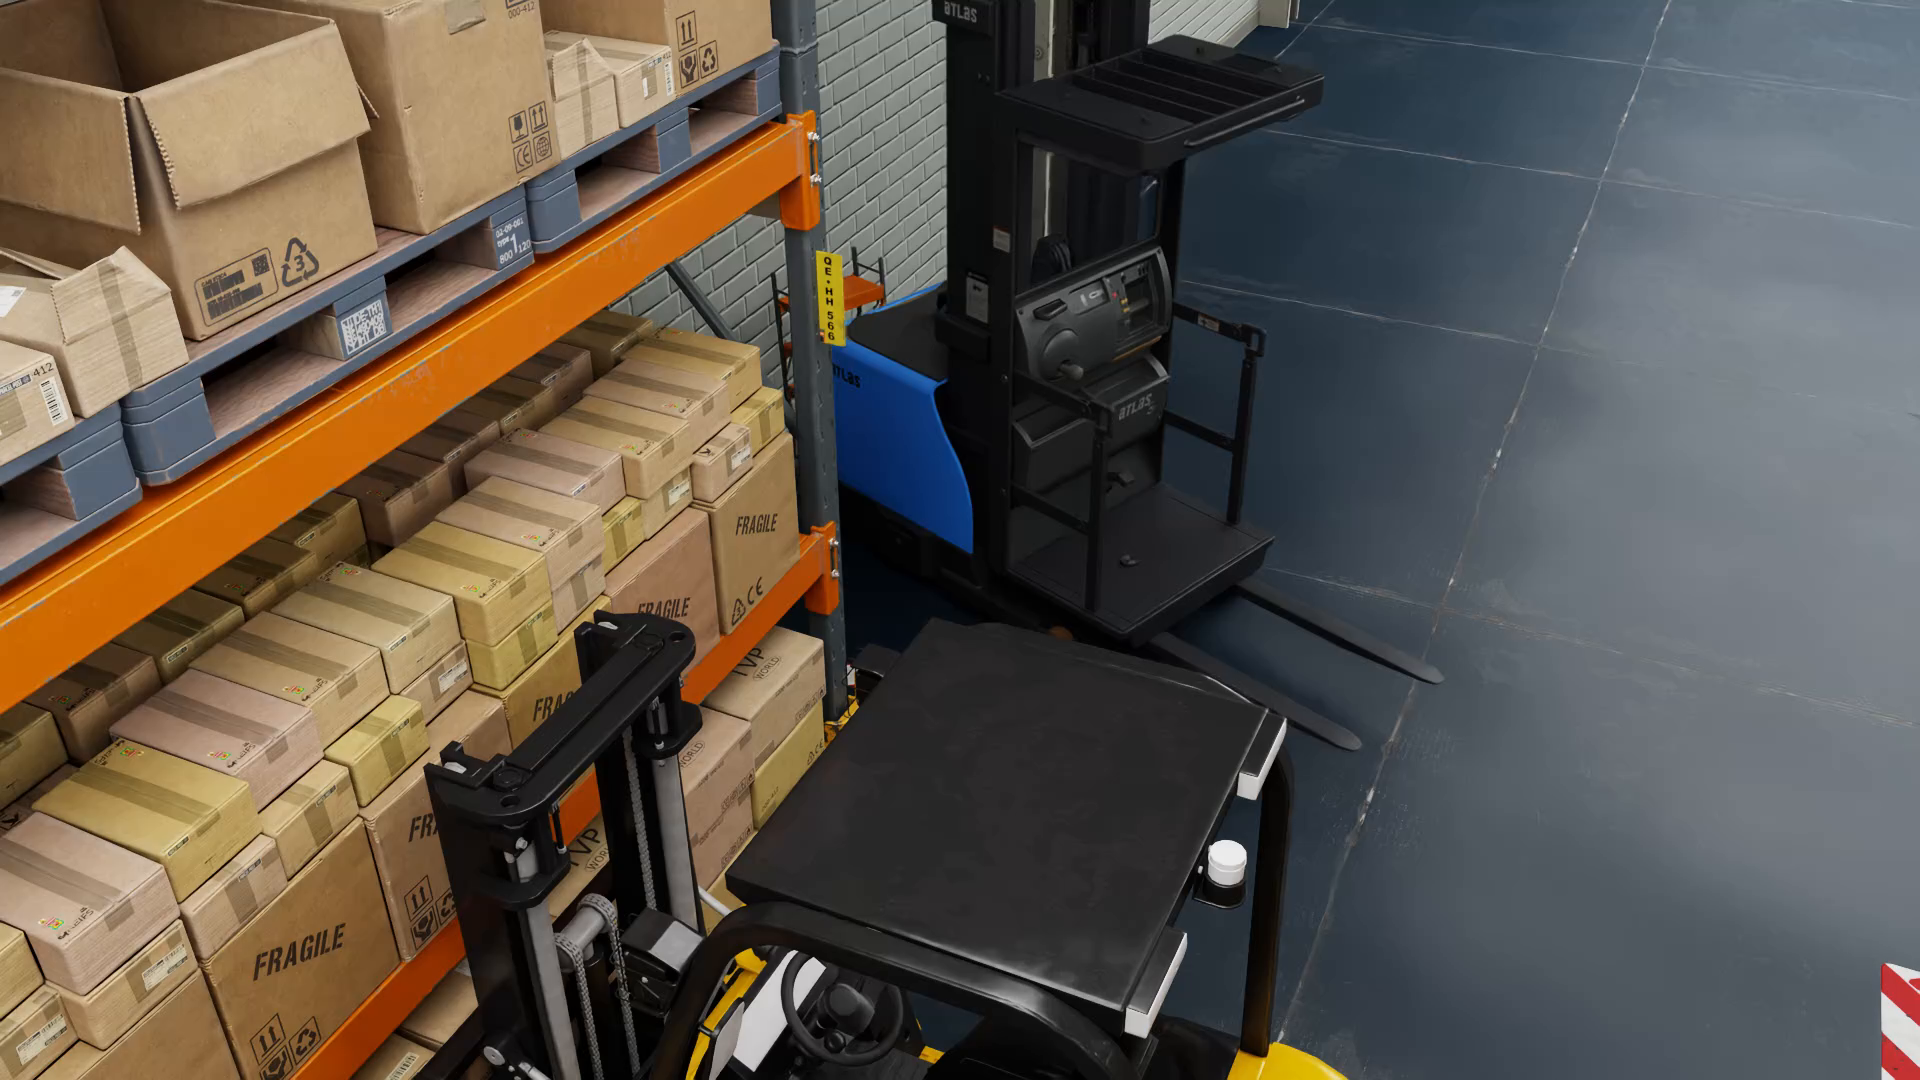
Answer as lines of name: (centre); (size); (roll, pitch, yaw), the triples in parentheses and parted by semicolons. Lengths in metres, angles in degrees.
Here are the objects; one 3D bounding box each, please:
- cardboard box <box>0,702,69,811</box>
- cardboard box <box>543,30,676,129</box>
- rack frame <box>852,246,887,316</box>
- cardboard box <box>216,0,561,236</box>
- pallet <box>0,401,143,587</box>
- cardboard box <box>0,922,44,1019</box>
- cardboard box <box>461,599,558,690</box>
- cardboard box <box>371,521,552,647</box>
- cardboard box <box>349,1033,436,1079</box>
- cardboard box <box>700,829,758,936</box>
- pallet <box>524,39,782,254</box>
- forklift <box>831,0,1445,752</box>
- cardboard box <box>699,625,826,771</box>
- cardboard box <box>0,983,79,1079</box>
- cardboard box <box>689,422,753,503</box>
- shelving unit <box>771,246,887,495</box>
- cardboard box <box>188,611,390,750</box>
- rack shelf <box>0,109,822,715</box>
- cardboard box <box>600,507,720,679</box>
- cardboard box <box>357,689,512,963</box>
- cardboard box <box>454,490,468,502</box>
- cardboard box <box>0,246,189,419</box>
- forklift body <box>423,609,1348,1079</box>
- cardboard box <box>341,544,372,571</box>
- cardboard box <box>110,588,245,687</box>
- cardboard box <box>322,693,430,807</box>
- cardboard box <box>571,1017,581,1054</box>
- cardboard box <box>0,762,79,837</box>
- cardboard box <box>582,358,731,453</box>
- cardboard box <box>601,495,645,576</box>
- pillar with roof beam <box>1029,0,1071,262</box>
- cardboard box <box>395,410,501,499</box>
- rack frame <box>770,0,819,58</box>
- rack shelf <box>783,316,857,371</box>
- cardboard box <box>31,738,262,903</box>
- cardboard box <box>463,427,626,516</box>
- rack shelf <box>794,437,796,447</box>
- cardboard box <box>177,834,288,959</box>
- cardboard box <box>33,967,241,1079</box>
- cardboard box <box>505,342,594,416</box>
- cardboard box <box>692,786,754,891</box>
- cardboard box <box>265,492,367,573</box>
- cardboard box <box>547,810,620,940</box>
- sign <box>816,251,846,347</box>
cardboard box: (-2.311, 0.476, 3.835); (0.380, 0.149, 0.250); (14, 36, 20)
cardboard box: (-0.984, -1.221, 4.396); (0.380, 0.149, 0.250); (13, 35, 19)
rack frame: (-0.428, -0.902, 8.514); (0.015, 1.200, 0.240); (-25, 36, -33)
cardboard box: (-1.396, -1.087, 3.871); (0.700, 0.500, 0.500); (14, 36, 21)
pallet: (-2.253, 0.008, 2.848); (1.003, 0.211, 1.213); (14, 36, 20)
cardboard box: (-2.057, 0.848, 3.268); (0.380, 0.149, 0.250); (14, 36, 20)
cardboard box: (-1.318, 0.232, 4.478); (0.380, 0.149, 0.250); (14, 36, 21)
cardboard box: (-1.314, 0.111, 4.390); (0.380, 0.149, 0.250); (15, 36, 21)
cardboard box: (-1.678, 1.540, 4.378); (0.500, 0.250, 0.500); (15, 36, 22)
cardboard box: (-1.039, 1.190, 5.825); (0.500, 0.250, 0.500); (14, 36, 20)
pallet: (-1.232, -1.208, 4.701); (1.003, 0.211, 1.213); (14, 36, 20)
forklift: (0.730, -0.922, 6.983); (1.130, 2.935, 3.031); (-29, 43, -36)
cardboard box: (-0.822, 0.521, 5.933); (0.500, 0.250, 0.500); (15, 36, 22)
cardboard box: (-2.023, 0.979, 3.339); (0.380, 0.149, 0.250); (14, 36, 20)
cardboard box: (-0.883, -0.278, 5.256); (0.380, 0.149, 0.250); (15, 36, 21)
shelving unit: (-0.615, -0.816, 8.382); (0.503, 1.200, 0.258); (-25, 36, -33)
cardboard box: (-1.628, 0.340, 4.043); (0.380, 0.149, 0.250); (14, 36, 21)
rack shelf: (-1.749, -0.294, 3.883); (1.077, 0.370, 4.000); (14, 36, 20)
cardboard box: (-1.106, 0.183, 5.144); (0.500, 0.500, 0.500); (15, 36, 22)
cardboard box: (-1.520, 0.692, 4.369); (0.500, 0.500, 0.500); (14, 36, 21)
cardboard box: (-1.615, -0.158, 5.073); (0.380, 0.149, 0.250); (13, 35, 19)
cardboard box: (-1.689, -0.429, 3.082); (0.396, 0.266, 0.258); (13, 36, 19)
forklift body: (-0.049, 1.381, 4.182); (2.313, 2.155, 1.214); (14, 36, 20)
cardboard box: (-1.893, 0.084, 4.704); (0.380, 0.149, 0.250); (15, 36, 22)
cardboard box: (-2.028, 0.241, 4.194); (0.380, 0.149, 0.250); (15, 36, 22)
cardboard box: (-1.549, 0.479, 4.102); (0.380, 0.149, 0.250); (13, 36, 20)
cardboard box: (-1.462, 1.500, 4.895); (0.500, 0.250, 0.500); (14, 36, 20)
cardboard box: (-2.231, 0.621, 3.885); (0.380, 0.149, 0.250); (15, 36, 22)
cardboard box: (-0.946, -0.417, 5.197); (0.380, 0.149, 0.250); (14, 36, 21)
cardboard box: (-1.161, -0.042, 4.896); (0.380, 0.149, 0.250); (14, 36, 20)
pillar with roof beam: (4.398, -4.706, 7.220); (9.100, 9.000, 0.400); (14, 36, 20)
cardboard box: (-1.602, -0.278, 4.985); (0.380, 0.149, 0.250); (14, 36, 21)
rack frame: (-0.913, -2.845, 4.383); (1.000, 3.000, 0.127); (14, 36, 20)
rack shelf: (-0.623, -0.952, 8.305); (0.480, 0.148, 0.258); (-25, 36, -33)
cardboard box: (-1.772, 0.607, 3.634); (0.380, 0.149, 0.250); (14, 36, 20)
cardboard box: (-1.203, -0.174, 4.825); (0.380, 0.149, 0.250); (14, 36, 21)
rack shelf: (-0.601, -0.585, 8.514); (0.480, 0.148, 0.258); (-25, 36, -33)
cardboard box: (-1.742, 0.743, 3.699); (0.380, 0.149, 0.250); (14, 36, 20)
cardboard box: (-1.961, 1.190, 3.609); (0.500, 0.500, 0.500); (15, 36, 21)
cardboard box: (-1.415, -0.538, 5.380); (0.380, 0.149, 0.250); (15, 36, 22)
cardboard box: (-1.052, 0.990, 5.673); (0.500, 0.250, 0.500); (14, 36, 20)
cardboard box: (-1.889, -0.033, 4.611); (0.380, 0.149, 0.250); (13, 36, 19)
cardboard box: (-1.232, 1.030, 5.157); (0.500, 0.250, 0.500); (15, 36, 21)
sign: (-0.426, -0.788, 5.445); (0.100, 0.325, 0.005); (14, 36, 20)
